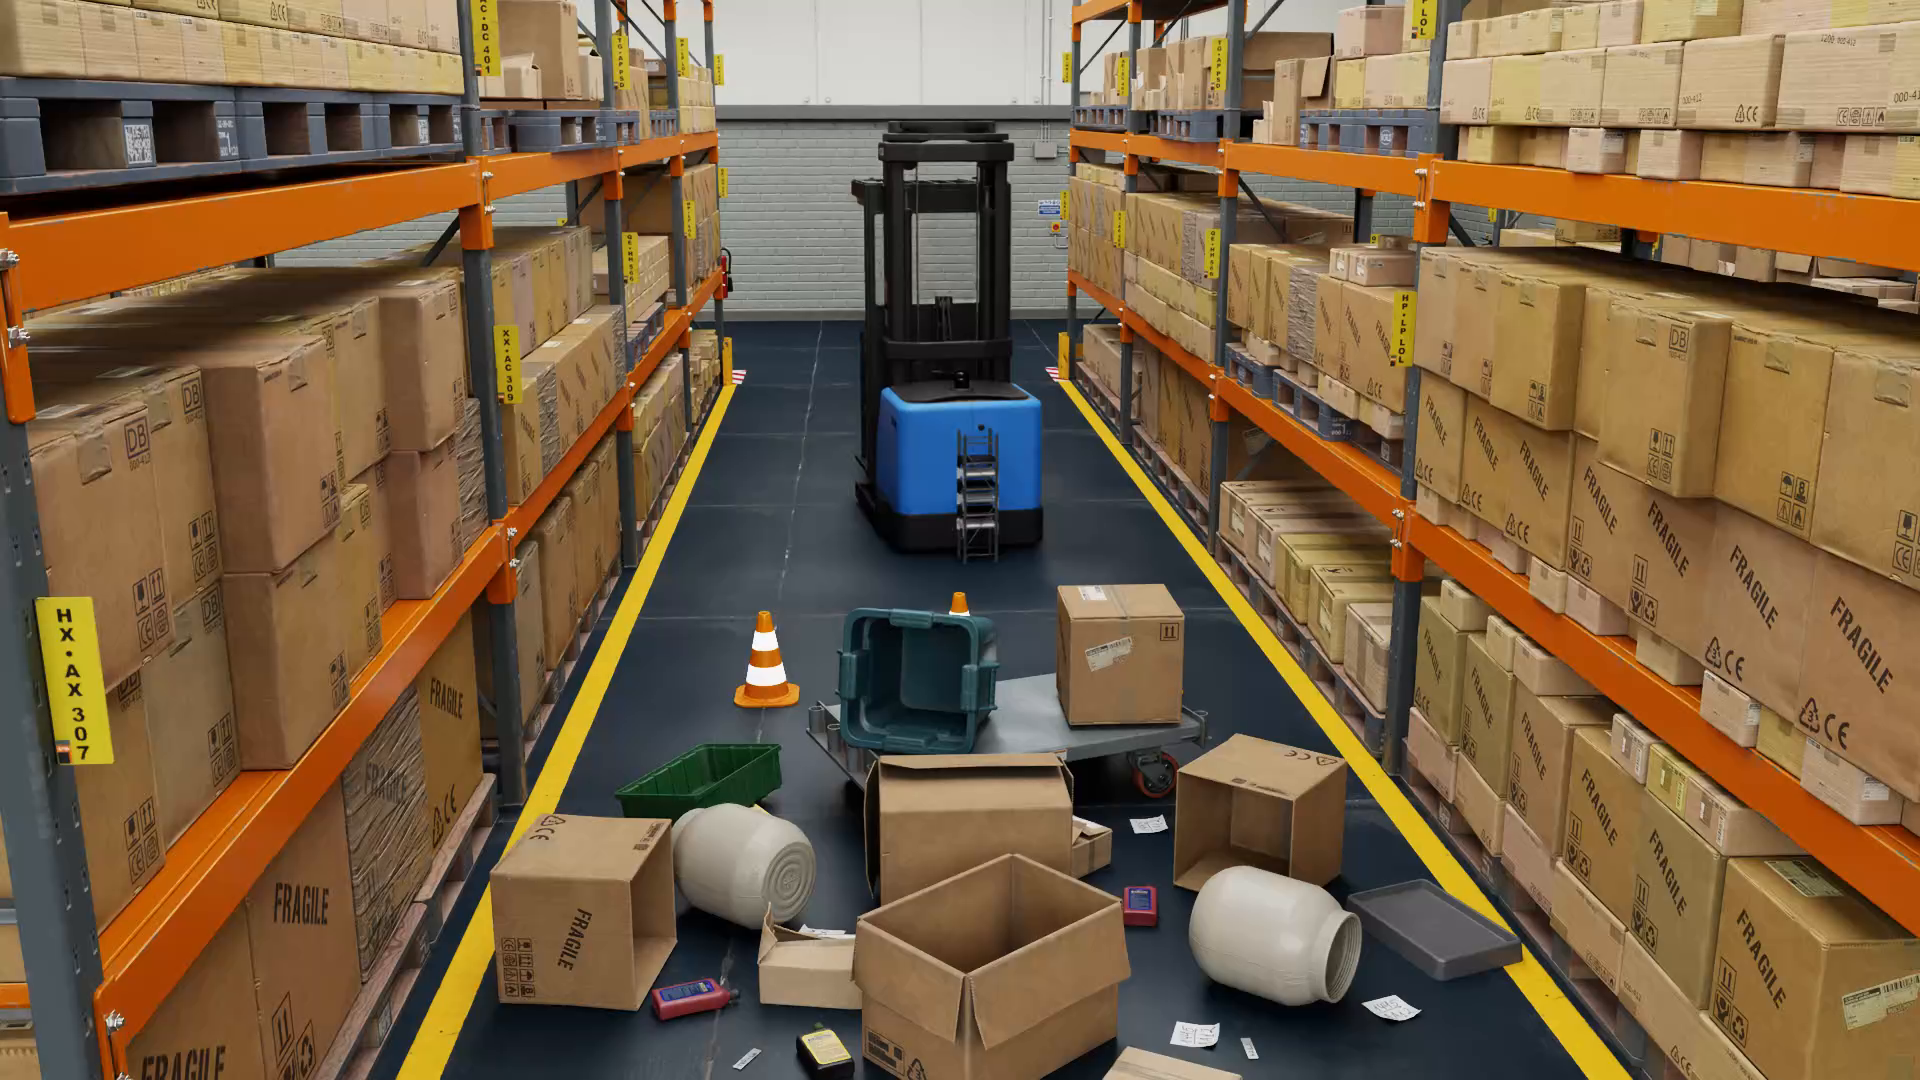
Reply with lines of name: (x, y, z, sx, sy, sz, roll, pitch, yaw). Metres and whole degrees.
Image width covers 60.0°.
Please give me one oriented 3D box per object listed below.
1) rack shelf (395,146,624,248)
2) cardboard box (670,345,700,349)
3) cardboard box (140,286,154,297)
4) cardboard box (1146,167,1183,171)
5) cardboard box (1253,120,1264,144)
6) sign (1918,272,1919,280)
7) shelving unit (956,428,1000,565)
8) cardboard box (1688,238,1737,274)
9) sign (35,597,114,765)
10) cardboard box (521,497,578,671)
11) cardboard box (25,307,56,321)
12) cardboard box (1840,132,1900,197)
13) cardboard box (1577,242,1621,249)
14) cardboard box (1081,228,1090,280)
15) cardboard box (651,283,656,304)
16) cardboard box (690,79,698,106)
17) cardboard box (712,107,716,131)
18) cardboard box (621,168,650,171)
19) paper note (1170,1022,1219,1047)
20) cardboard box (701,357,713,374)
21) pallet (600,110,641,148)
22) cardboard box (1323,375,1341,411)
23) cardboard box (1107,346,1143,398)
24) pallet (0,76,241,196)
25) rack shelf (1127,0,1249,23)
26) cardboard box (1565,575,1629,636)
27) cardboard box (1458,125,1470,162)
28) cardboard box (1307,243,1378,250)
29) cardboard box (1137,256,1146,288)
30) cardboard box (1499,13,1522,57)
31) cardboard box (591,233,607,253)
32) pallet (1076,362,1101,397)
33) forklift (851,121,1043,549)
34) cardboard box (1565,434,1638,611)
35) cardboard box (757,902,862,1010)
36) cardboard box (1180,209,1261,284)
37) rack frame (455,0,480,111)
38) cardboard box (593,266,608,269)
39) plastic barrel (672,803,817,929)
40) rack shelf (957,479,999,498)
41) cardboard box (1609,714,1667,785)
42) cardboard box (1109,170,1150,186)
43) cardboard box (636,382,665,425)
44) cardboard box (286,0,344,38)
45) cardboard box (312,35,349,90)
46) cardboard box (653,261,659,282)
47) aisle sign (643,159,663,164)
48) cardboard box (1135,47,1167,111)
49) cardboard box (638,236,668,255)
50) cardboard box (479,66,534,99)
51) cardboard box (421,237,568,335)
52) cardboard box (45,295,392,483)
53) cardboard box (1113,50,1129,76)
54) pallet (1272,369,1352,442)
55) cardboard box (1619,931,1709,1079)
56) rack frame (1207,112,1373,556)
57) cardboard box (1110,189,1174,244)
rack shelf: (-2.569, -1.869, 8.693, 1.077, 0.370, 4.000, -1, 14, -3)
cardboard box: (-2.871, -1.910, 17.115, 0.380, 0.149, 0.250, -1, 14, -5)
cardboard box: (-7.600, -2.228, 15.168, 0.380, 0.149, 0.250, -1, 14, -5)
cardboard box: (2.099, -3.732, 17.001, 0.380, 0.149, 0.250, 0, 14, -2)
cardboard box: (2.091, -2.613, 10.648, 0.380, 0.149, 0.250, -1, 14, -3)
sign: (6.654, -1.953, 11.431, 0.100, 0.325, 0.005, -1, 14, -3)
shelving unit: (0.121, -0.299, 11.382, 0.258, 0.900, 0.210, -3, 15, -11)
cardboard box: (6.786, -2.435, 14.427, 0.700, 0.500, 0.500, -1, 14, -3)
sign: (-1.643, 0.263, 3.088, 0.100, 0.325, 0.005, -1, 14, -3)
cardboard box: (-2.629, 0.226, 8.800, 1.050, 0.750, 0.750, -1, 14, -3)
cardboard box: (-7.533, -1.888, 13.146, 0.500, 0.500, 0.500, -1, 14, -4)
cardboard box: (2.405, -0.917, 4.056, 0.380, 0.149, 0.250, 0, 14, -2)
cardboard box: (6.609, -2.879, 16.899, 0.500, 0.250, 0.500, -1, 14, -4)
cardboard box: (1.562, -3.025, 17.565, 0.500, 0.500, 0.500, -1, 14, -4)
cardboard box: (-2.650, -1.985, 13.381, 0.380, 0.149, 0.250, -2, 15, -6)
cardboard box: (-2.774, -4.251, 15.808, 0.500, 0.250, 0.500, -1, 14, -2)
cardboard box: (-2.896, -4.522, 17.865, 0.500, 0.250, 0.500, -1, 14, -5)
cardboard box: (-3.343, -3.431, 16.536, 0.500, 0.500, 0.500, -1, 14, -5)
paper note: (0.789, 1.652, 5.568, 0.148, 0.019, 0.142, 4, 15, 16)
cardboard box: (-2.792, -1.834, 17.414, 0.380, 0.149, 0.250, -1, 14, -3)
pallet: (-2.600, -2.464, 9.941, 1.213, 0.211, 1.003, 0, 14, -1)
cardboard box: (2.112, -0.767, 8.648, 0.380, 0.149, 0.250, -1, 14, -3)
cardboard box: (2.006, -1.701, 16.917, 0.875, 0.438, 0.875, -1, 14, -5)
pallet: (-2.253, -0.866, 3.532, 1.003, 0.211, 1.213, -1, 14, -3)
rack shelf: (2.118, -4.224, 12.631, 1.077, 0.370, 4.000, -1, 14, -3)
cardboard box: (2.302, 0.217, 5.668, 0.380, 0.149, 0.250, -1, 14, -4)
cardboard box: (2.262, -1.617, 6.777, 0.380, 0.149, 0.250, -1, 14, -4)
cardboard box: (2.547, -1.650, 10.781, 0.500, 0.500, 0.500, -1, 14, -5)
cardboard box: (1.800, -2.285, 14.184, 0.500, 0.250, 0.500, -1, 14, -3)
cardboard box: (2.236, -1.872, 6.168, 0.380, 0.149, 0.250, -1, 14, -5)
cardboard box: (-3.252, -2.565, 15.178, 0.500, 0.500, 0.500, -1, 14, -3)
pallet: (1.874, -1.805, 18.617, 1.003, 0.211, 1.213, -1, 14, -3)
forklift: (-0.215, -1.679, 12.670, 1.130, 2.935, 3.031, -3, 15, -11)
cardboard box: (2.362, -0.072, 5.490, 0.500, 0.500, 0.500, -1, 14, -3)
cardboard box: (-0.500, 1.456, 5.834, 0.396, 0.266, 0.258, 2, 15, 6)
cardboard box: (1.908, -2.148, 12.148, 0.500, 0.500, 0.500, -1, 14, -2)
rack frame: (-2.445, -3.172, 6.297, 1.000, 3.000, 0.127, -1, 14, -3)
cardboard box: (-2.547, -1.816, 11.534, 0.380, 0.149, 0.250, -1, 14, -5)
plastic barrel: (-0.844, 1.239, 6.361, 0.512, 0.421, 0.421, 10, 18, 35)
rack shelf: (0.121, -0.354, 11.368, 0.258, 0.077, 0.200, -3, 15, -11)
cardboard box: (2.310, 0.664, 5.296, 0.380, 0.149, 0.250, 0, 14, -1)
cardboard box: (1.658, -3.530, 16.219, 0.380, 0.149, 0.250, -1, 14, -4)
cardboard box: (-2.543, -1.042, 12.727, 0.500, 0.250, 0.500, -1, 14, -3)
cardboard box: (-2.066, -1.549, 4.666, 0.500, 0.250, 0.500, -1, 14, -4)
cardboard box: (-2.008, -1.385, 4.829, 0.380, 0.149, 0.250, -1, 14, -4)
cardboard box: (-2.667, -2.191, 13.588, 0.380, 0.149, 0.250, -1, 14, -5)
aisle sign: (-3.492, -4.524, 18.372, 0.394, 0.787, 0.004, -1, 14, -3)
cardboard box: (1.759, -3.839, 13.864, 0.500, 0.500, 0.500, -1, 14, -4)
cardboard box: (-2.721, -2.530, 14.306, 0.380, 0.149, 0.250, 0, 14, -1)
cardboard box: (-2.272, -2.202, 8.007, 0.380, 0.149, 0.250, -1, 14, -3)
cardboard box: (-2.608, -1.429, 9.355, 0.700, 0.500, 0.500, -1, 14, -4)
cardboard box: (-2.410, -0.499, 5.478, 0.875, 0.550, 0.550, -1, 14, -3)
cardboard box: (1.878, -4.448, 16.022, 0.797, 0.503, 0.637, 0, 14, 1)
pallet: (2.405, -0.779, 9.418, 1.003, 0.211, 1.213, -1, 14, -3)
cardboard box: (2.394, 1.429, 5.129, 0.500, 0.250, 0.500, -1, 14, -3)
rack frame: (2.242, -1.363, 11.305, 1.000, 3.000, 0.127, -1, 14, -3)
cardboard box: (1.689, -3.004, 15.474, 0.500, 0.500, 0.500, -1, 14, -4)
